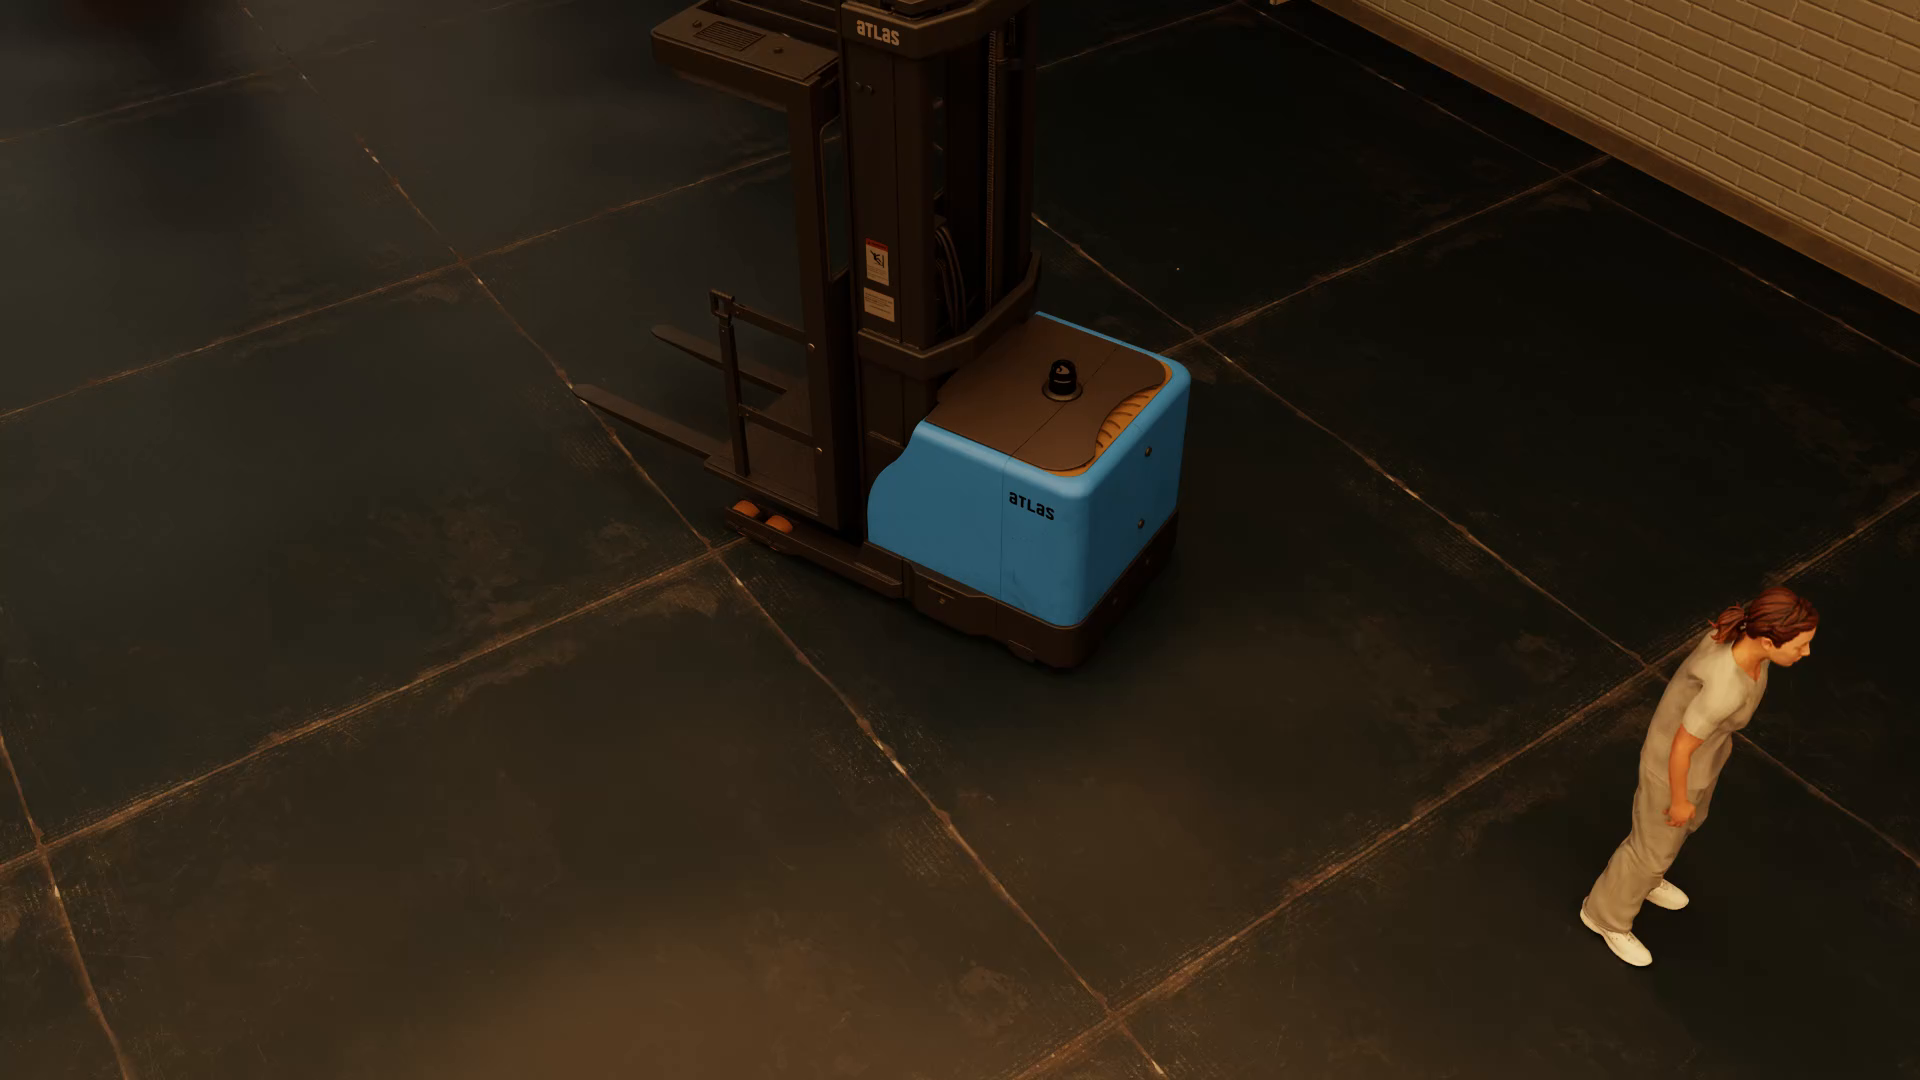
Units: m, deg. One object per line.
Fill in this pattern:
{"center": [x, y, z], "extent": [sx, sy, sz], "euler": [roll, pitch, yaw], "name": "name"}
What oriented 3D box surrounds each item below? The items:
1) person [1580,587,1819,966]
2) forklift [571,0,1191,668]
{"center": [2.554, 0.783, 5.795], "extent": [0.353, 1.673, 0.504], "euler": [29, 50, 28], "name": "person"}
{"center": [-0.511, -1.302, 7.129], "extent": [3.031, 2.935, 1.130], "euler": [24, 48, 24], "name": "forklift"}
